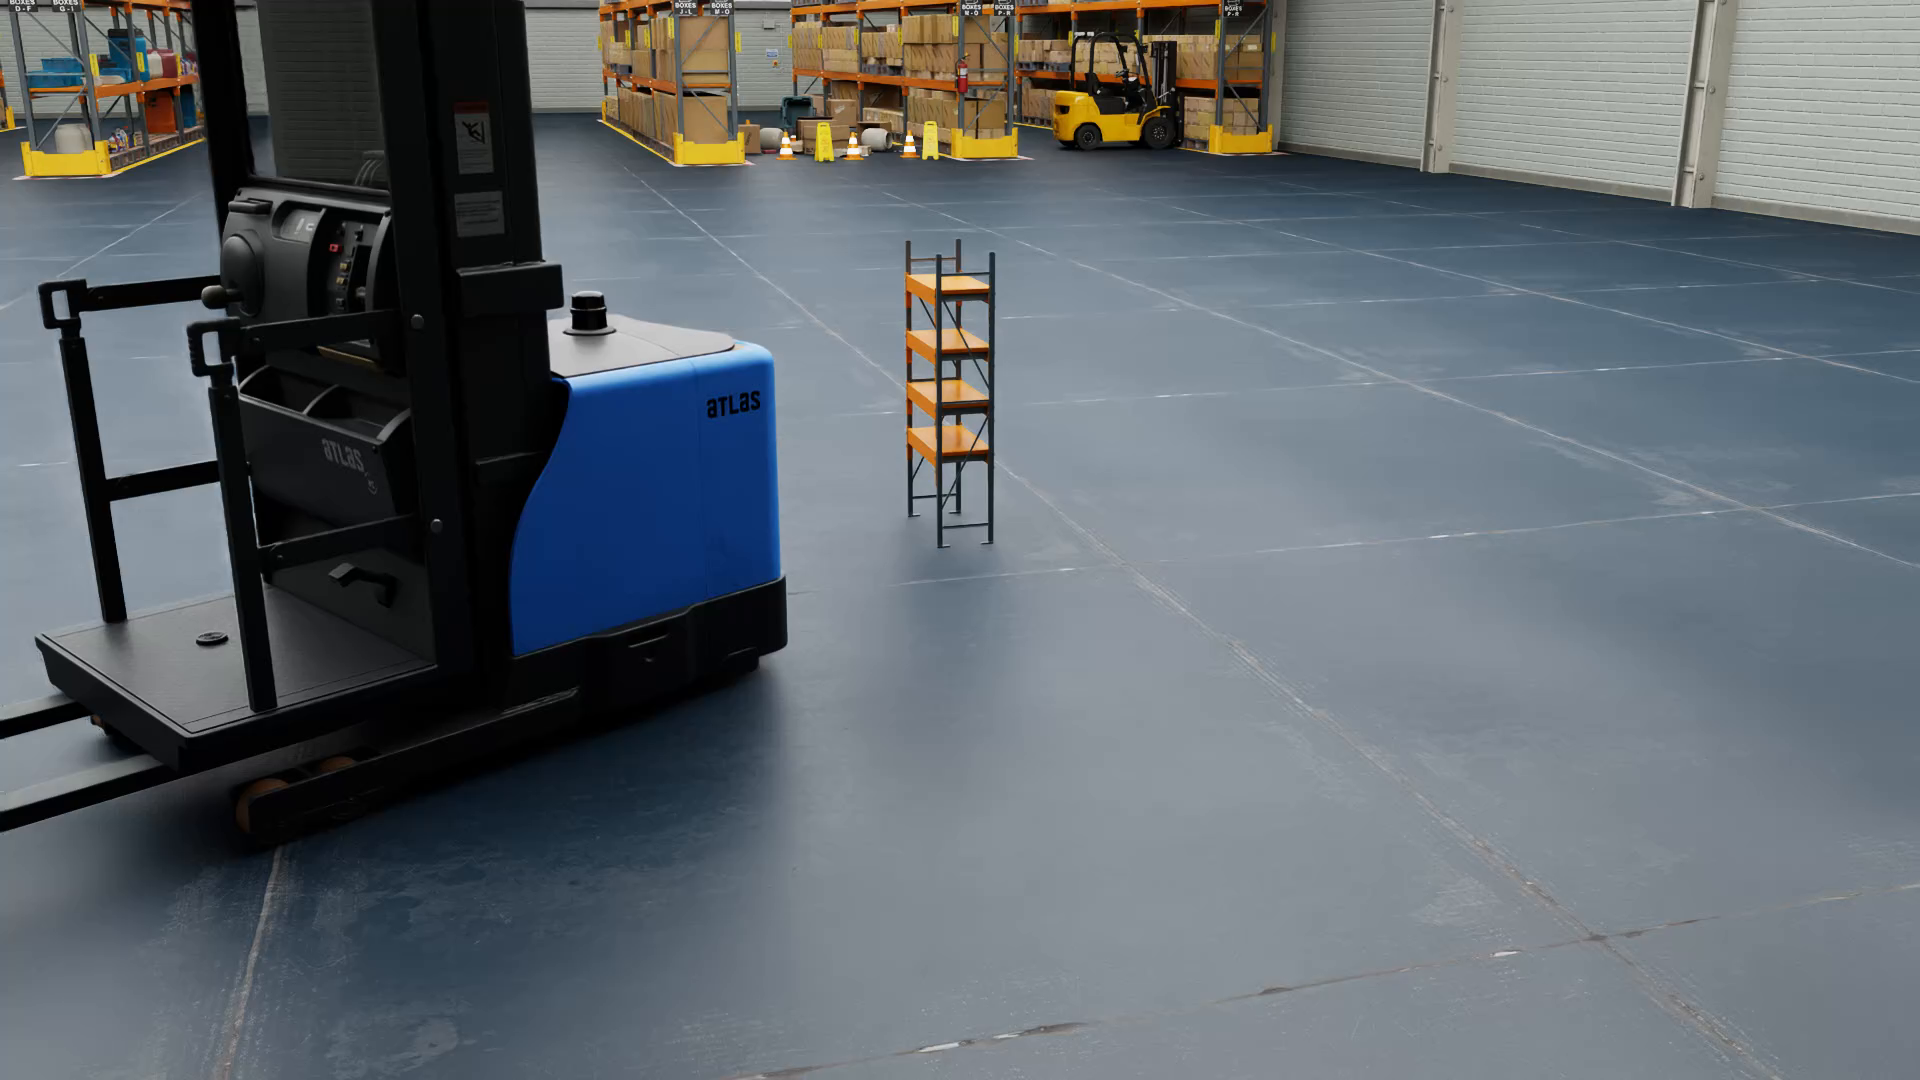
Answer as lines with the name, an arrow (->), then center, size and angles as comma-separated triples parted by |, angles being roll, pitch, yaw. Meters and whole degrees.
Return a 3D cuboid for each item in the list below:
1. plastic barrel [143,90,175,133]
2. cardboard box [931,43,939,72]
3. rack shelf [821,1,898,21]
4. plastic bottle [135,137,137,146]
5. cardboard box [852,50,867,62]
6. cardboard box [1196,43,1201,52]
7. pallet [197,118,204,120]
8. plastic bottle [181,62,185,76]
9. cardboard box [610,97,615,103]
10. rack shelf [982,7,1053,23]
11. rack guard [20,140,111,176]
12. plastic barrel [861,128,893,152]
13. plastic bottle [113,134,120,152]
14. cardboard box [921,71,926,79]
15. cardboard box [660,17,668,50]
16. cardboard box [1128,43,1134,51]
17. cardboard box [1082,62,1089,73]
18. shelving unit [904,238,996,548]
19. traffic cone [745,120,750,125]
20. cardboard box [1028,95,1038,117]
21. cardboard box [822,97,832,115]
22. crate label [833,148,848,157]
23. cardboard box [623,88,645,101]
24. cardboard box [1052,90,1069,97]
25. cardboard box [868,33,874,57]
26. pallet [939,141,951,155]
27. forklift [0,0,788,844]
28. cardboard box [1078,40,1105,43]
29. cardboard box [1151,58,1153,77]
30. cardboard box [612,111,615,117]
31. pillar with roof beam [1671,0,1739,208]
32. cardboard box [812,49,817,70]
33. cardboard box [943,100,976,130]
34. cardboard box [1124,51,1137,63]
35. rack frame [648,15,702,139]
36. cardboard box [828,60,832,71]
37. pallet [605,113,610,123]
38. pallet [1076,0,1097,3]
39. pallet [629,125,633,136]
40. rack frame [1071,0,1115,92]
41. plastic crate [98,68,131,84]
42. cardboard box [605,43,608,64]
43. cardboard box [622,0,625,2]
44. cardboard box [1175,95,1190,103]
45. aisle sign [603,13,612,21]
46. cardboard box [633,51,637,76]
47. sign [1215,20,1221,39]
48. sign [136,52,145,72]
plastic barrel -> -16.179, -8.629, 33.507 | 0.600, 0.830, 0.708 | -5, 17, -15
cardboard box -> -0.221, -8.892, 30.648 | 0.500, 0.500, 0.500 | -5, 17, -16
rack shelf -> -2.287, -12.154, 38.235 | 1.077, 0.370, 4.000 | -5, 17, -15
plastic bottle -> -14.530, -7.022, 29.213 | 0.097, 0.201, 0.097 | 0, 17, 0
cardboard box -> -2.115, -10.790, 37.050 | 0.500, 0.250, 0.500 | -5, 17, -15
cardboard box -> 4.699, -9.336, 31.516 | 0.380, 0.149, 0.250 | -5, 17, -16
pallet -> -18.038, -9.979, 39.807 | 1.003, 0.211, 1.213 | -5, 17, -15
plastic bottle -> -16.218, -9.803, 34.588 | 0.152, 0.276, 0.135 | -5, 17, -15
cardboard box -> -8.470, -10.888, 41.177 | 0.380, 0.149, 0.250 | -4, 17, -14
rack shelf -> 1.385, -13.653, 43.228 | 1.077, 0.370, 4.000 | -5, 17, -15
rack guard -> -13.896, -5.941, 25.860 | 1.175, 0.500, 0.348 | -5, 17, -15
plastic barrel -> -1.563, -7.513, 31.228 | 0.512, 0.421, 0.421 | 7, 18, 23
plastic bottle -> -14.073, -6.620, 27.735 | 0.061, 0.283, 0.133 | -4, 17, -14
cardboard box -> -0.518, -8.814, 31.519 | 0.380, 0.149, 0.250 | -5, 17, -15
cardboard box -> -4.869, -9.018, 29.621 | 0.875, 0.550, 0.500 | -5, 17, -15
cardboard box -> 3.737, -10.301, 34.729 | 0.380, 0.149, 0.250 | -5, 17, -16
cardboard box -> 3.054, -10.548, 37.115 | 0.500, 0.250, 0.500 | -5, 17, -16
shelving unit -> -0.045, -0.620, 6.932 | 0.258, 1.200, 0.503 | -5, 17, -15
traffic cone -> -4.287, -8.258, 33.639 | 0.336, 0.463, 0.334 | -5, 17, -15
cardboard box -> 2.007, -10.714, 41.021 | 0.500, 0.500, 0.500 | -5, 17, -16
cardboard box -> -2.906, -10.771, 41.319 | 0.875, 0.438, 0.875 | -5, 17, -16
crate label -> -2.147, -6.972, 29.925 | 0.298, 0.136, 0.250 | 16, 23, 42
cardboard box -> -7.335, -10.045, 37.489 | 0.500, 0.250, 0.500 | -4, 17, -13
cardboard box -> 2.422, -10.628, 39.607 | 0.380, 0.149, 0.250 | -5, 17, -16
cardboard box -> -1.687, -10.613, 35.650 | 0.500, 0.500, 0.500 | -4, 17, -12
pallet -> 0.251, -7.208, 30.583 | 1.003, 0.211, 1.213 | -5, 17, -15
forklift -> -1.957, -0.780, 4.452 | 1.130, 2.935, 3.031 | 15, 23, 41
cardboard box -> 3.043, -11.306, 38.471 | 0.500, 0.500, 0.500 | -4, 17, -13
cardboard box -> 4.163, -9.557, 33.381 | 0.500, 0.500, 0.500 | -4, 17, -14
cardboard box -> -8.289, -10.399, 40.583 | 0.380, 0.149, 0.250 | -5, 17, -15
pillar with roof beam -> 5.066, -8.166, 18.496 | 9.100, 9.000, 0.400 | -5, 17, -15
cardboard box -> -3.357, -11.913, 41.222 | 0.500, 0.500, 0.500 | -5, 17, -17
cardboard box -> -0.010, -7.740, 30.251 | 0.500, 0.500, 0.500 | -5, 17, -15
cardboard box -> 3.752, -10.079, 34.682 | 0.500, 0.250, 0.500 | -5, 17, -16
rack frame -> -5.370, -8.983, 31.642 | 1.000, 3.000, 0.127 | -5, 17, -15
cardboard box -> -2.826, -11.257, 39.475 | 0.500, 0.250, 0.500 | -5, 17, -17
pallet -> -8.458, -10.718, 42.266 | 1.003, 0.211, 1.213 | -5, 17, -15
pallet -> 3.306, -12.067, 37.025 | 1.213, 0.211, 1.003 | -4, 17, -13
pallet -> -6.683, -8.970, 36.446 | 1.003, 0.211, 1.213 | -5, 17, -15
rack frame -> 3.034, -10.902, 38.031 | 1.000, 3.000, 0.127 | -5, 17, -15
plastic crate -> -14.364, -7.871, 28.199 | 0.499, 0.251, 0.616 | -5, 17, -15
cardboard box -> -8.516, -12.064, 41.208 | 0.500, 0.500, 0.500 | -4, 17, -15
cardboard box -> -7.021, -11.849, 35.795 | 0.500, 0.500, 0.500 | -5, 17, -15
cardboard box -> 4.380, -8.575, 32.597 | 0.500, 0.250, 0.500 | -5, 17, -16
aisle sign -> -8.976, -13.543, 42.306 | 0.394, 0.787, 0.004 | -5, 17, -15
cardboard box -> -6.463, -9.851, 34.359 | 0.500, 0.500, 0.500 | -5, 17, -16
sign -> 4.707, -9.318, 30.333 | 0.100, 0.325, 0.005 | -5, 17, -15
sign -> -14.397, -8.400, 29.221 | 0.100, 0.325, 0.005 | -5, 17, -15
